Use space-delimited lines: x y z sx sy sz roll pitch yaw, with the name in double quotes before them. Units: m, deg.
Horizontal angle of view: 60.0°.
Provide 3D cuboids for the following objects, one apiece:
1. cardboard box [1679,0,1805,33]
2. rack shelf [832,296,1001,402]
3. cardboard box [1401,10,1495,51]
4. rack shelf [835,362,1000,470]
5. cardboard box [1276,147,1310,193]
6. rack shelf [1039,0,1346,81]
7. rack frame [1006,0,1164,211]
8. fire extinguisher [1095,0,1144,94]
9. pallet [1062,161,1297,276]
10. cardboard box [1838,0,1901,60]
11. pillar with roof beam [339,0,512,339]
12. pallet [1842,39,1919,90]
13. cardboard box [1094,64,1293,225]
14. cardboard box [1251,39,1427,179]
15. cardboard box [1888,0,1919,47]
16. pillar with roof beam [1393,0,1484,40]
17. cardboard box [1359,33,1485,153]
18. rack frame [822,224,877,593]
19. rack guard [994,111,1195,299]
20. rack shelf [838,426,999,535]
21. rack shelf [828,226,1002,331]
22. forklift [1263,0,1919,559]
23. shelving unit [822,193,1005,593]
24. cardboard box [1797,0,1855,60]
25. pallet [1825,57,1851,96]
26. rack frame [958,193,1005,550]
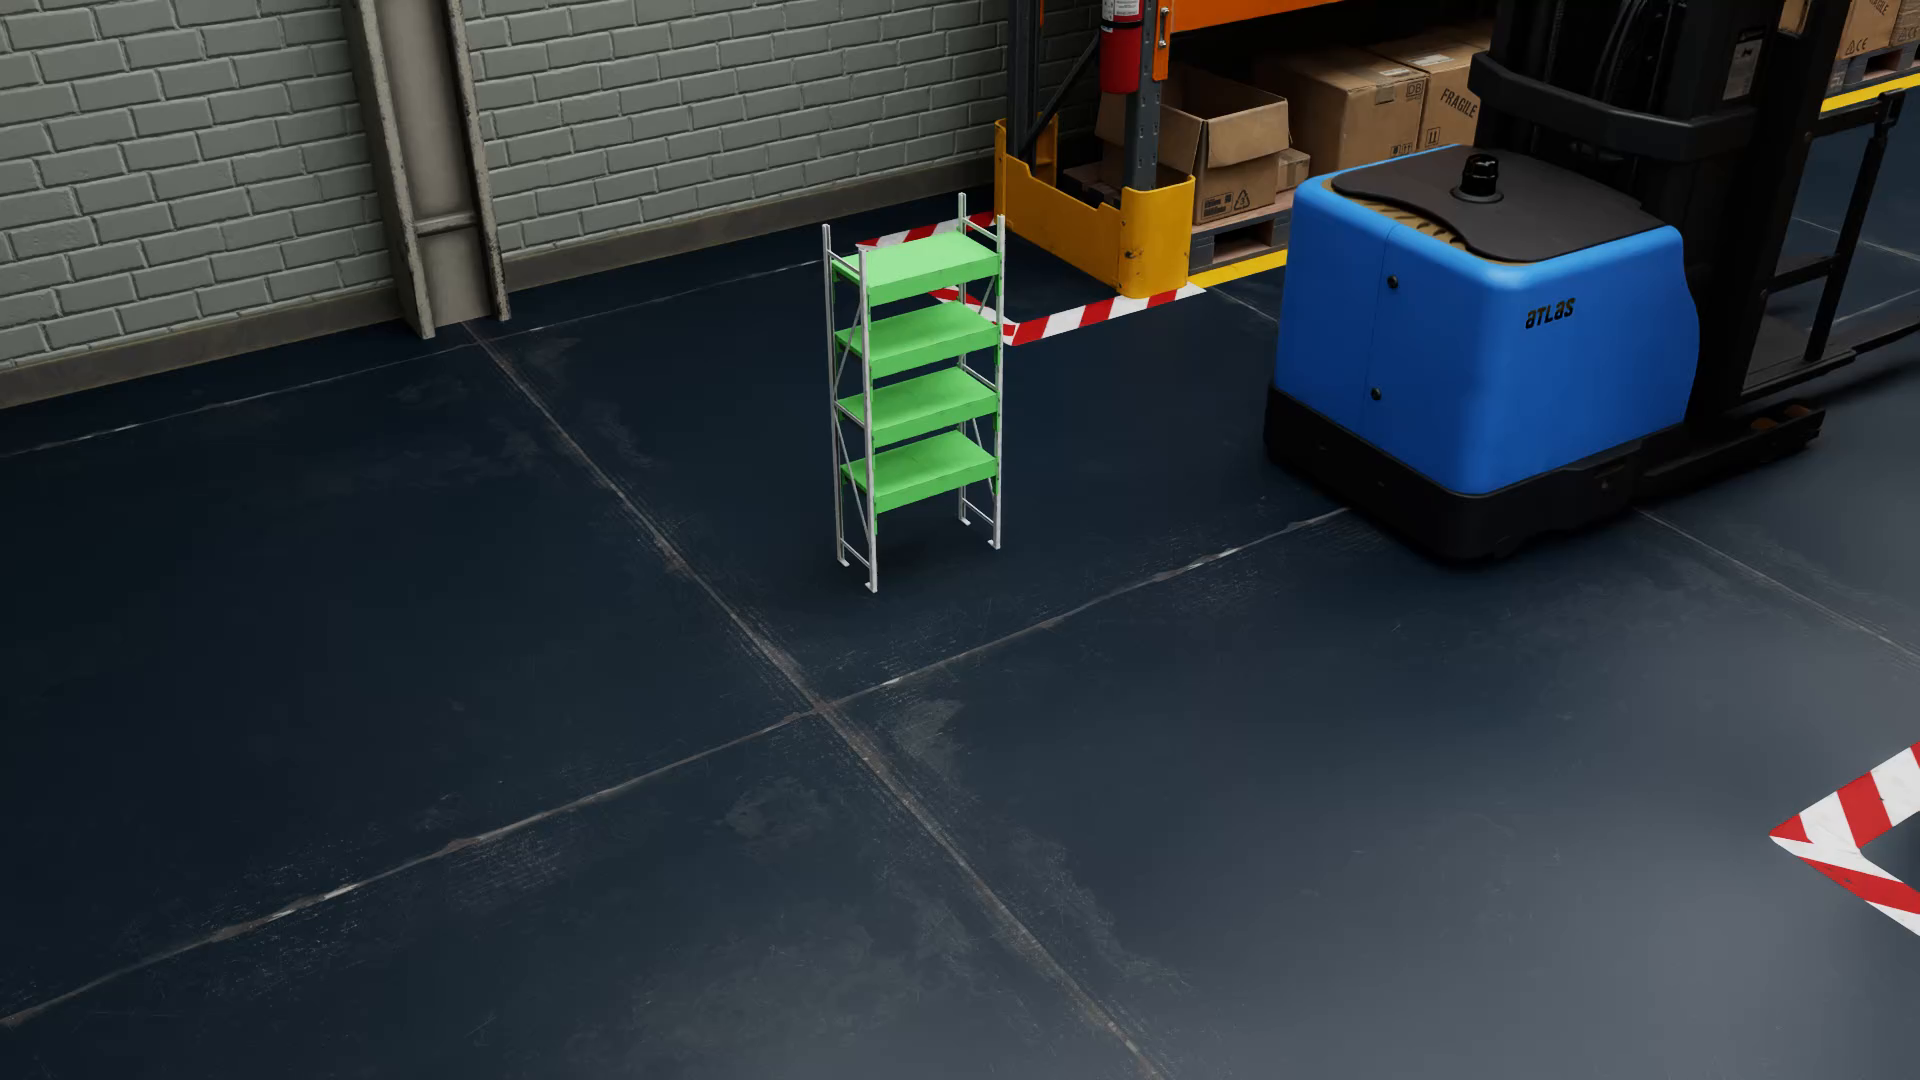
"cardboard box" 4.431 -2.942 9.552 0.500 0.500 0.500 -17 36 -25
"rack shelf" -0.139 -0.609 5.260 0.480 0.148 0.258 -19 37 -27
"cardboard box" 2.718 -2.411 8.710 0.500 0.500 0.700 -20 38 -29
"rack shelf" -0.139 -0.406 5.388 0.480 0.148 0.258 -19 37 -27
"cardboard box" 1.484 -1.838 8.131 0.250 0.149 0.380 -21 38 -29
"rack shelf" 2.221 -2.900 8.211 4.000 0.370 1.077 -19 37 -27
"rack frame" 0.540 -2.627 7.102 0.127 3.000 1.000 -19 37 -27
"fire extinguisher" 0.667 -2.186 6.826 0.183 0.674 0.296 -19 37 -27
"pallet" 1.274 -1.700 8.247 1.213 0.211 1.003 -19 37 -27
"cardboard box" 5.295 -3.243 10.028 0.500 0.500 0.500 -20 37 -29
"pillar with roof beam" 0.118 -2.858 1.846 0.400 9.000 9.100 -19 37 -27
"pallet" 5.592 -3.210 10.641 1.213 0.211 1.003 -19 37 -27
"cardboard box" 1.106 -1.883 7.869 0.637 0.503 0.797 -21 38 -29
"cardboard box" 1.845 -2.111 8.234 0.500 0.500 0.700 -17 36 -25
"cardboard box" 5.734 -3.390 10.262 0.500 0.500 0.500 -20 38 -29
"pillar with roof beam" 5.161 -4.593 4.596 0.400 9.000 9.100 -19 37 -27
"cardboard box" 2.344 -2.219 8.405 0.500 0.500 0.500 -18 37 -26
"rack frame" -0.344 -0.389 5.242 0.015 1.200 0.240 -19 37 -27
"rack guard" 0.604 -1.591 7.804 0.348 0.500 1.175 -19 37 -27
"rack shelf" -0.139 -0.203 5.516 0.480 0.148 0.258 -19 37 -27
"rack shelf" -0.139 -0.812 5.132 0.480 0.148 0.258 -19 37 -27
"forklift" 2.658 -1.751 5.779 3.031 2.935 1.130 -18 36 -26
"shelving unit" -0.139 -0.460 5.354 0.503 1.200 0.258 -19 37 -27
"cardboard box" 4.873 -3.100 9.803 0.500 0.500 0.500 -19 37 -28
"pallet" 4.565 -2.855 10.079 1.213 0.211 1.003 -19 37 -27
"rack frame" 0.066 -0.530 5.466 0.015 1.200 0.240 -19 37 -27
